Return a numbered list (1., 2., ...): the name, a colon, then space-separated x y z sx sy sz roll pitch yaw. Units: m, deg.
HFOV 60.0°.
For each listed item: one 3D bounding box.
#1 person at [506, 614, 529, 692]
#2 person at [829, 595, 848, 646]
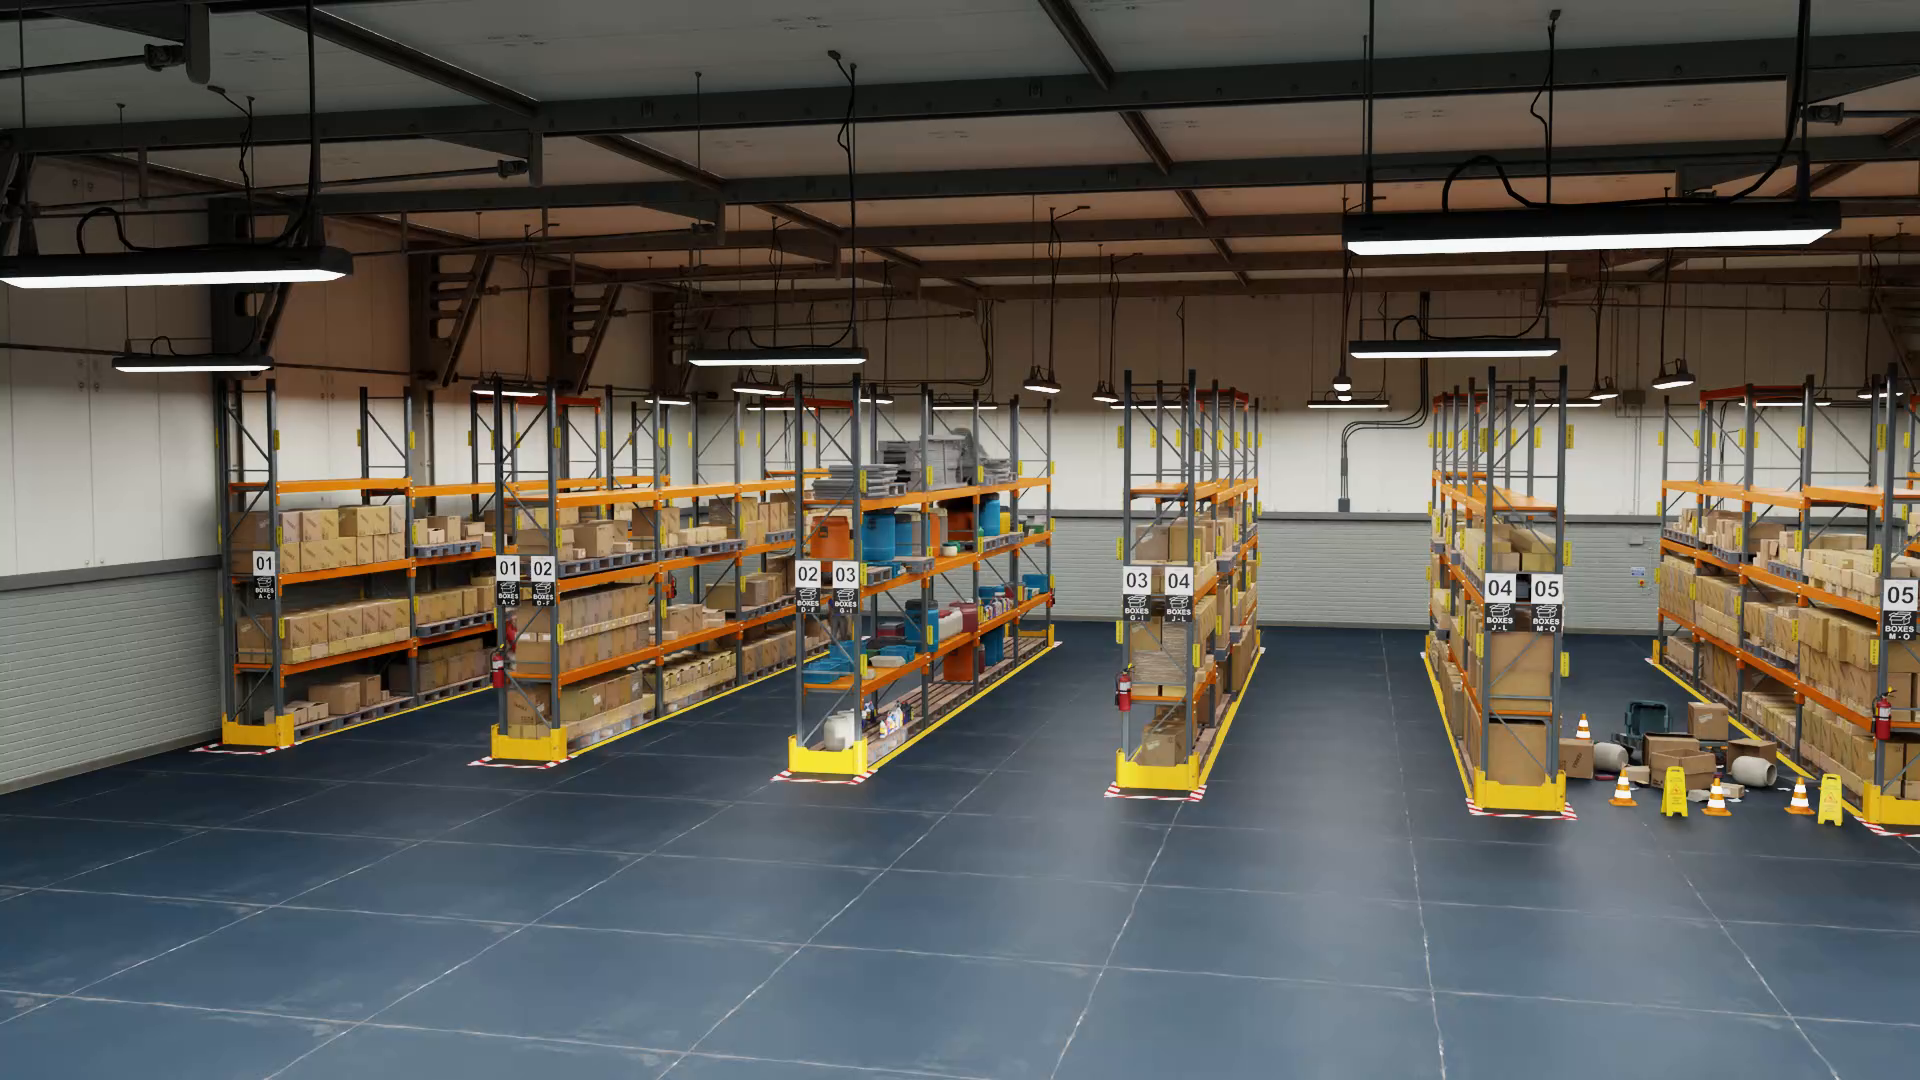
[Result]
1. person: -8.573 2.258 32.411 0.702 1.668 0.823 -3 4 -37
2. person: -2.572 1.789 35.459 0.582 1.743 0.706 1 3 11
